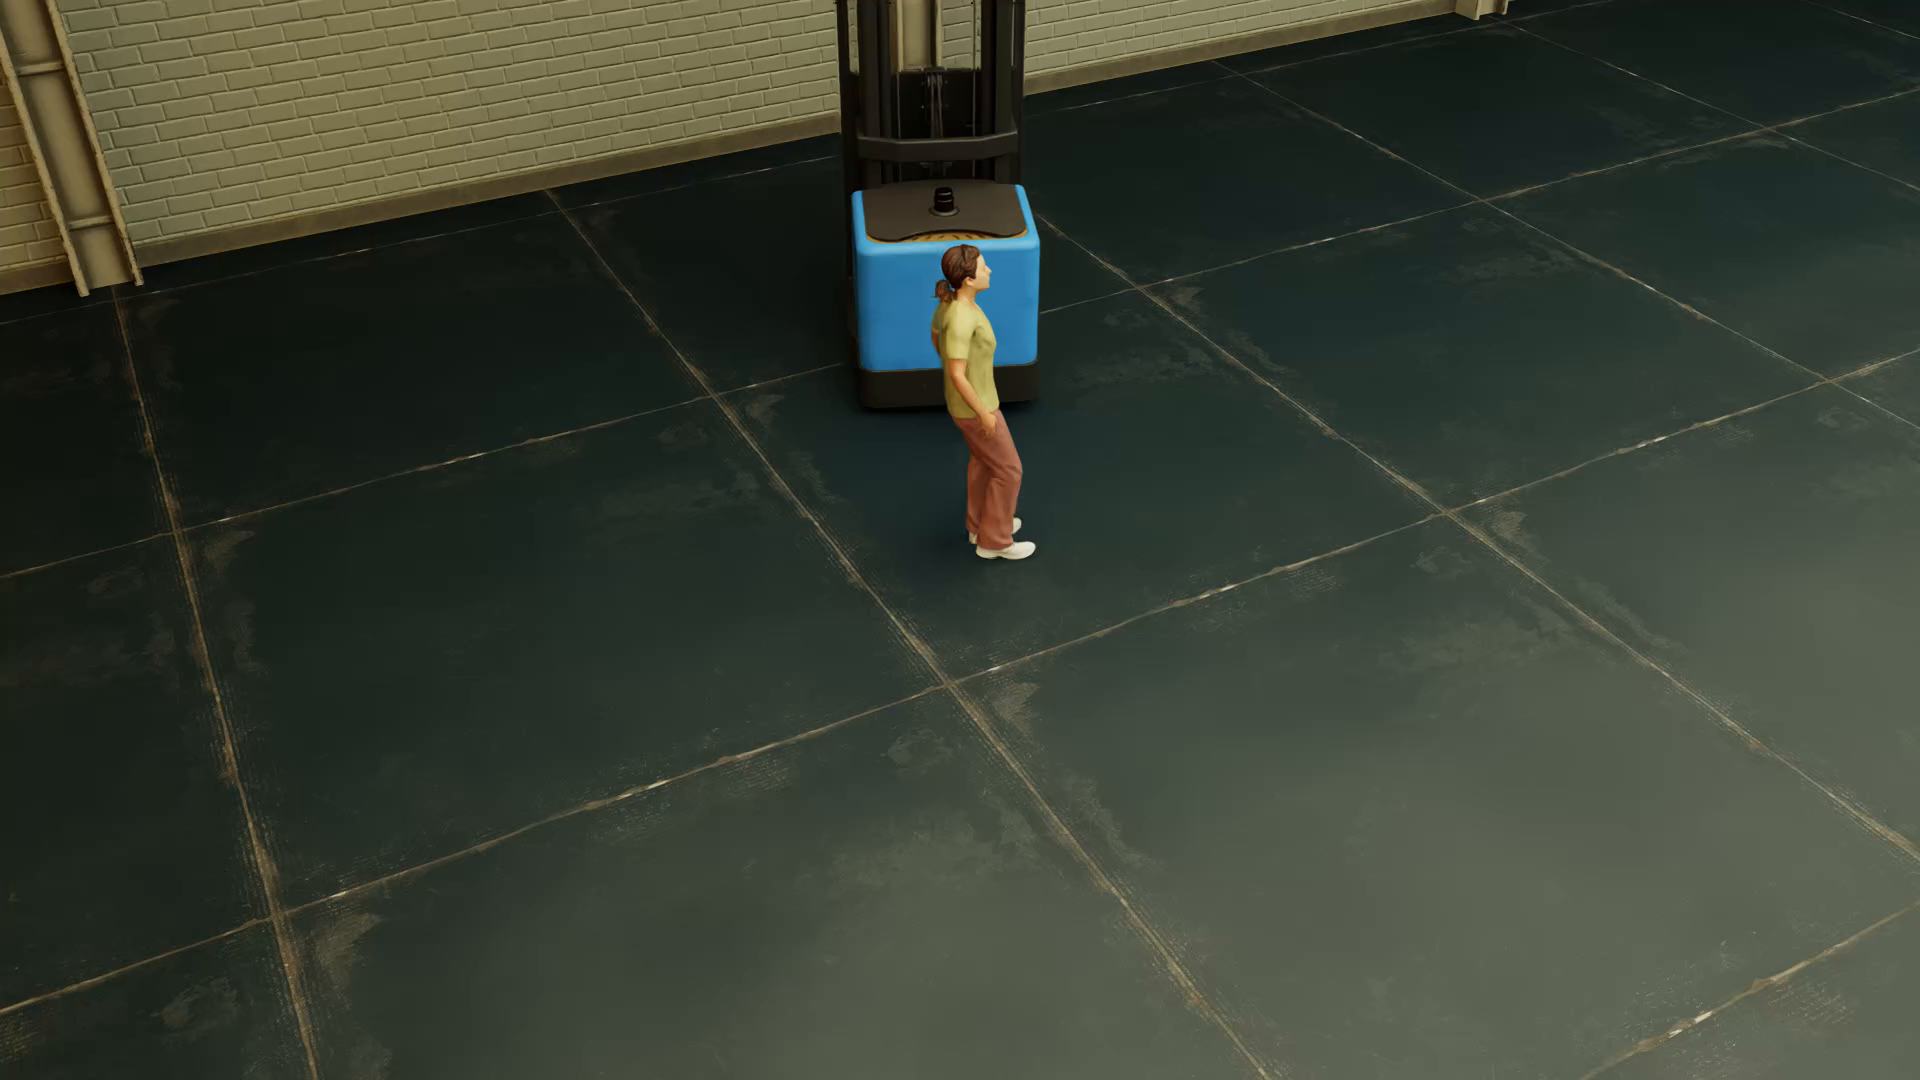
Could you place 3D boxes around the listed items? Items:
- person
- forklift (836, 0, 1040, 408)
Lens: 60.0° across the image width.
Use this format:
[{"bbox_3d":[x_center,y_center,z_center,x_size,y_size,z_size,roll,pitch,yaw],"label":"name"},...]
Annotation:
[{"bbox_3d":[0.117,-0.674,8.201,0.501,1.657,0.612,-5,36,-7],"label":"person"},{"bbox_3d":[-0.192,-2.793,10.074,1.130,2.935,3.031,-3,35,-4],"label":"forklift"}]
